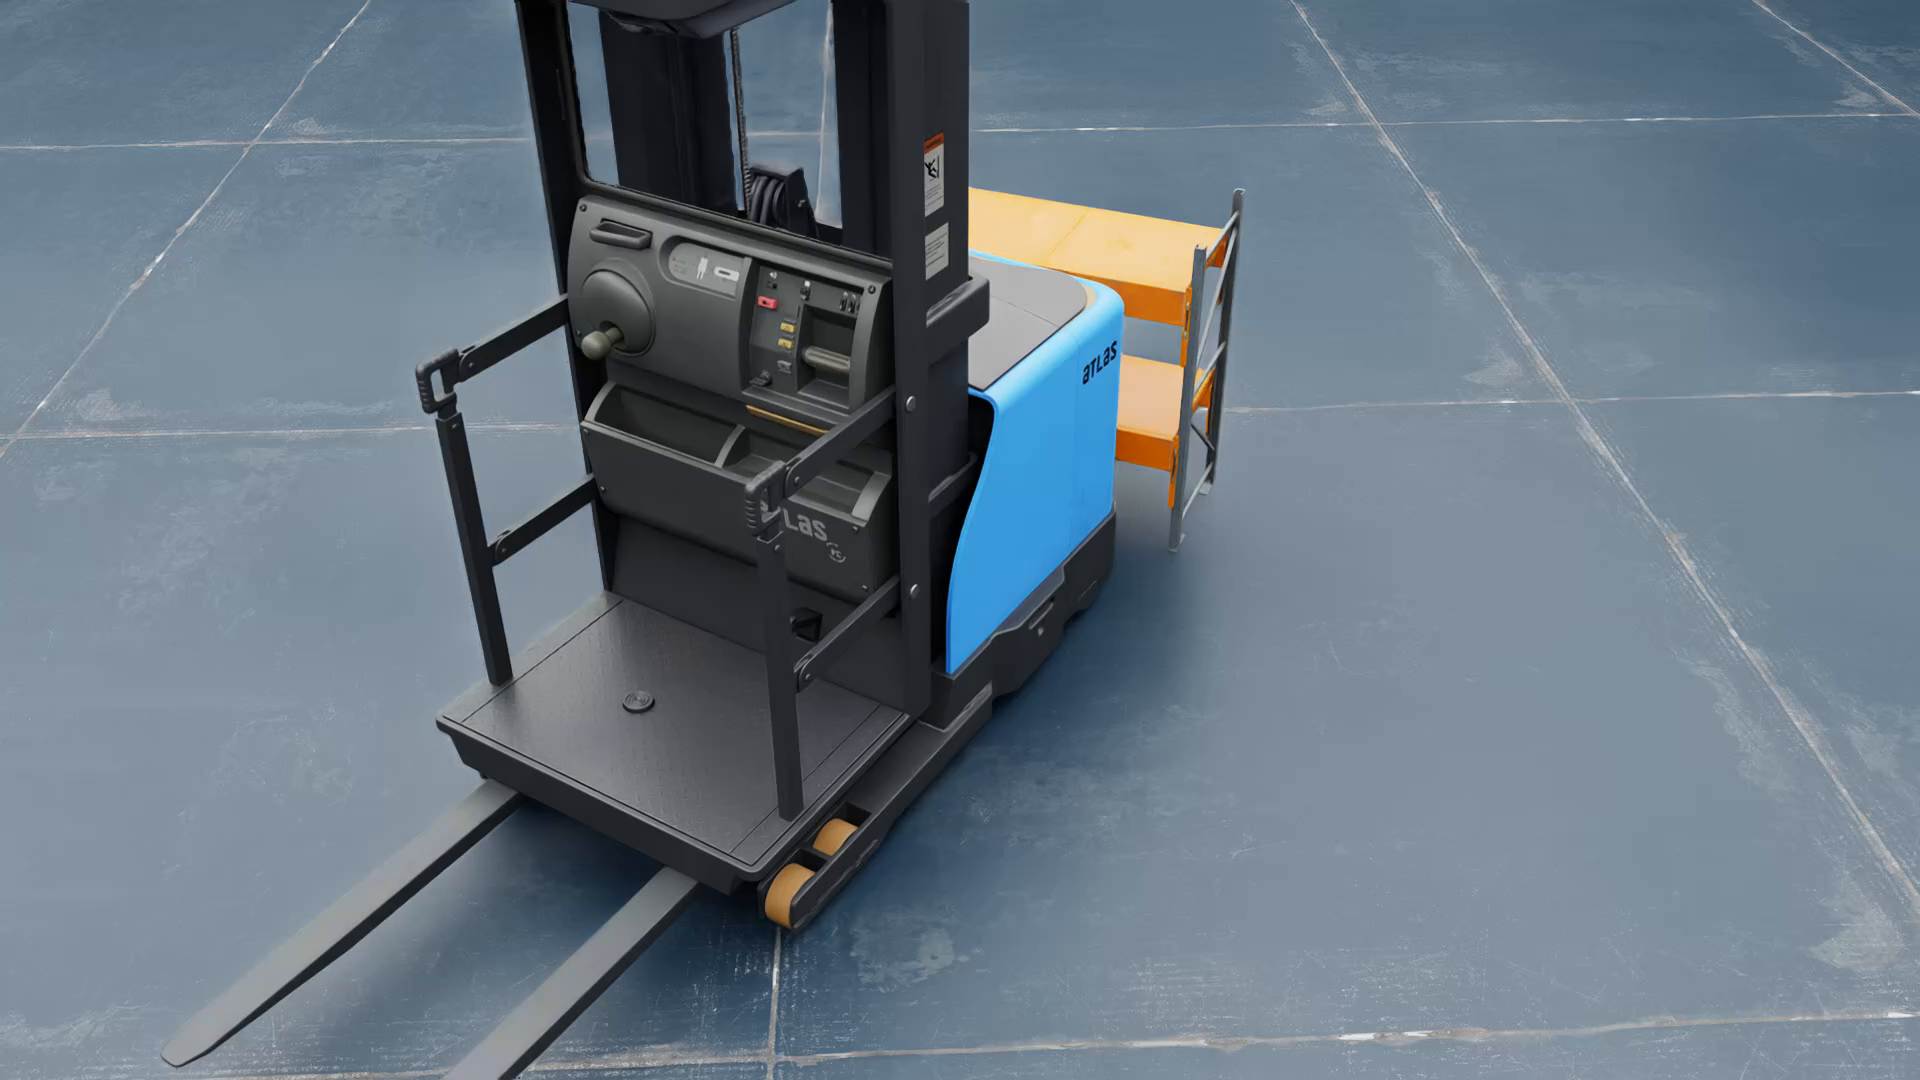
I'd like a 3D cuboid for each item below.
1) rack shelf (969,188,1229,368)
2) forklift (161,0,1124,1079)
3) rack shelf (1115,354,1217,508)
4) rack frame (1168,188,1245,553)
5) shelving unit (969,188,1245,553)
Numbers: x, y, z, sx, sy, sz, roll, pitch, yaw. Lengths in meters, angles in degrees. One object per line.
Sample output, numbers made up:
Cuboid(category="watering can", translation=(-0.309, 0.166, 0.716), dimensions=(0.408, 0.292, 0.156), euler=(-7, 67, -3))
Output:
Cuboid(category="rack shelf", translation=(0.352, -0.905, 5.555), dimensions=(1.000, 0.278, 0.538), euler=(13, 37, 18))
Cuboid(category="forklift", translation=(-0.699, -0.506, 3.905), dimensions=(1.130, 2.935, 3.031), euler=(19, 39, 26))
Cuboid(category="rack shelf", translation=(0.352, -0.463, 5.861), dimensions=(1.000, 0.278, 0.538), euler=(13, 37, 18))
Cuboid(category="rack frame", translation=(0.822, -0.553, 5.561), dimensions=(0.032, 1.125, 0.500), euler=(13, 37, 18))
Cuboid(category="shelving unit", translation=(0.352, -0.665, 5.722), dimensions=(1.048, 1.125, 0.538), euler=(13, 37, 18))
